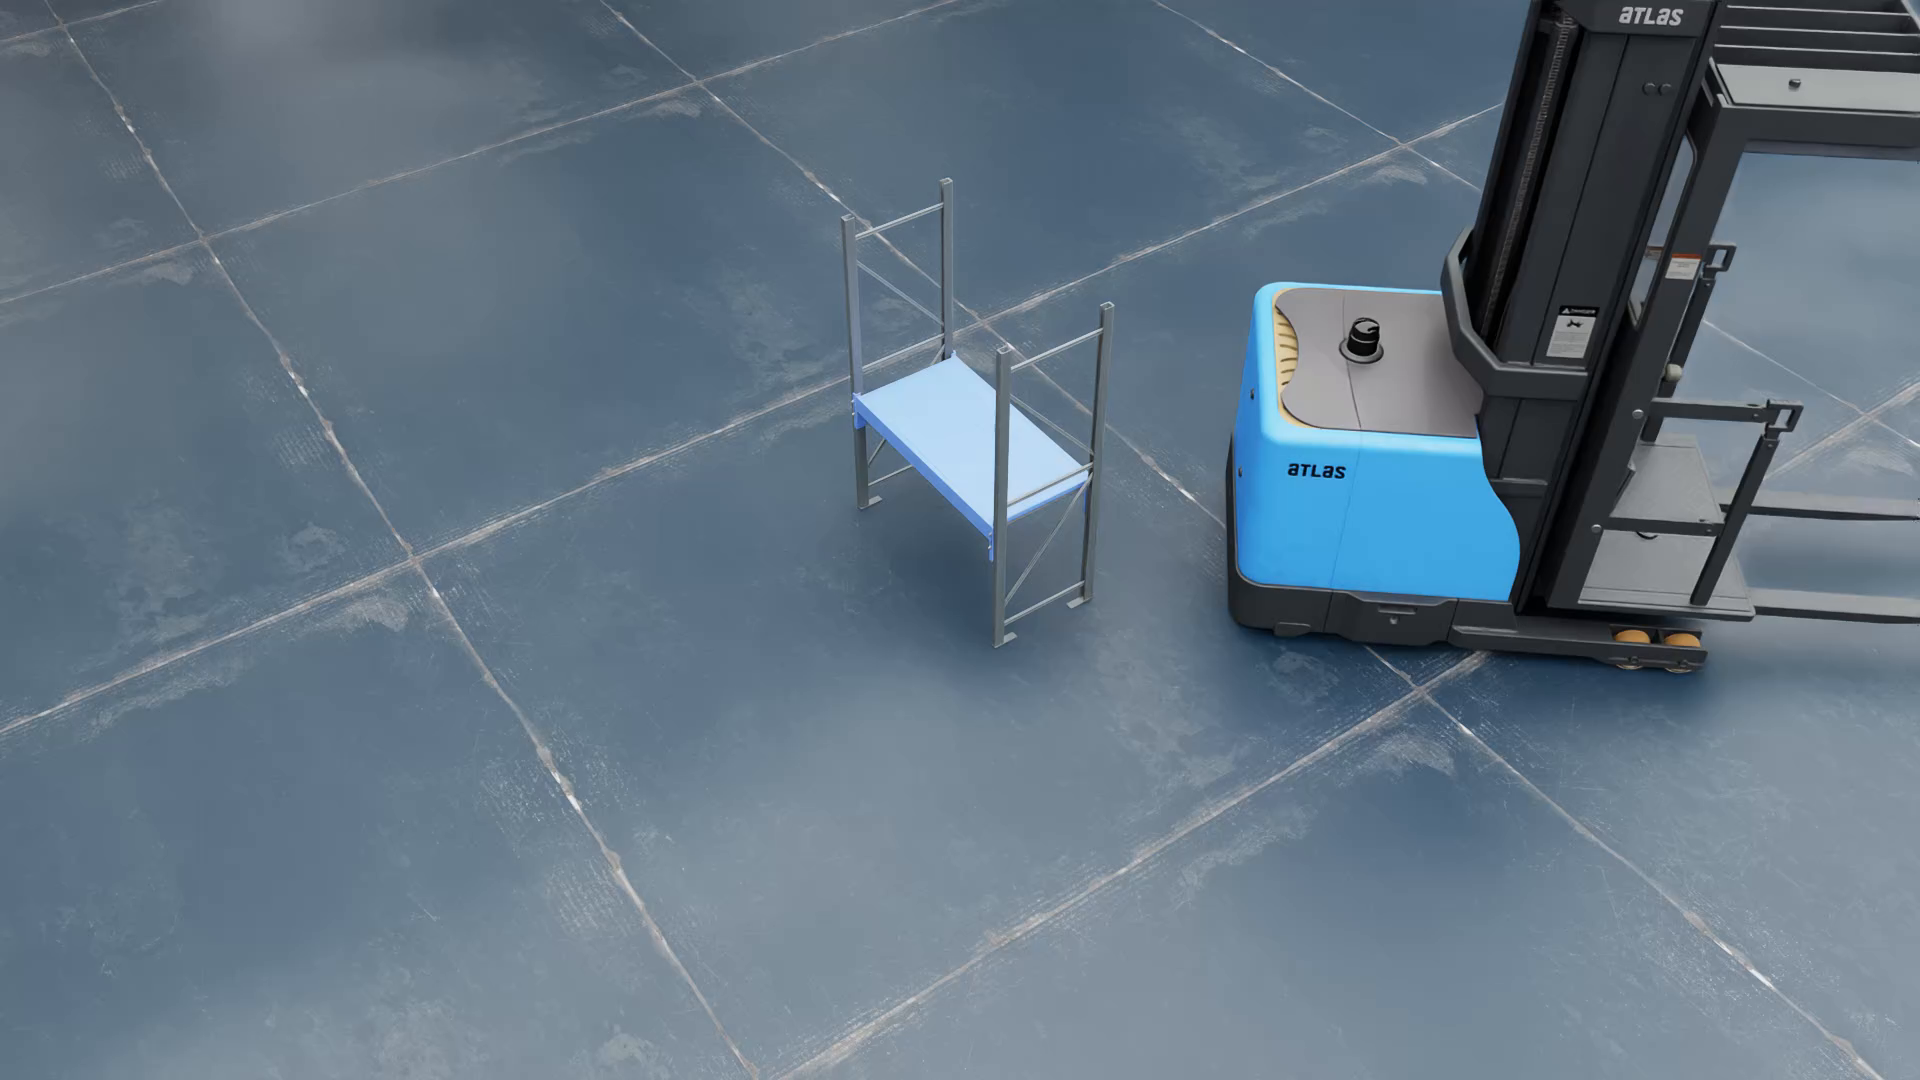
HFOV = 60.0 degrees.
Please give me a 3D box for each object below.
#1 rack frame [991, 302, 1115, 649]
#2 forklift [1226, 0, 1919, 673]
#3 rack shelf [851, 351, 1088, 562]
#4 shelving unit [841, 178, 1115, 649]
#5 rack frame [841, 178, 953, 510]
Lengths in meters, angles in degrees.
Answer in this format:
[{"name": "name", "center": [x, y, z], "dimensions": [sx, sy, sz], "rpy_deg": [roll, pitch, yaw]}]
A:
[{"name": "rack frame", "center": [0.340, -0.206, 6.371], "dimensions": [0.500, 1.500, 0.032], "rpy_deg": [-26, 49, -24]}, {"name": "forklift", "center": [2.656, -0.914, 6.076], "dimensions": [3.031, 2.935, 1.130], "rpy_deg": [4, 44, 4]}, {"name": "rack shelf", "center": [0.049, -0.364, 6.797], "dimensions": [0.538, 0.185, 1.000], "rpy_deg": [-26, 49, -24]}, {"name": "shelving unit", "center": [0.049, -0.494, 6.673], "dimensions": [0.538, 1.500, 1.048], "rpy_deg": [-26, 49, -24]}, {"name": "rack frame", "center": [-0.242, -0.782, 6.974], "dimensions": [0.500, 1.500, 0.032], "rpy_deg": [-26, 49, -24]}]
